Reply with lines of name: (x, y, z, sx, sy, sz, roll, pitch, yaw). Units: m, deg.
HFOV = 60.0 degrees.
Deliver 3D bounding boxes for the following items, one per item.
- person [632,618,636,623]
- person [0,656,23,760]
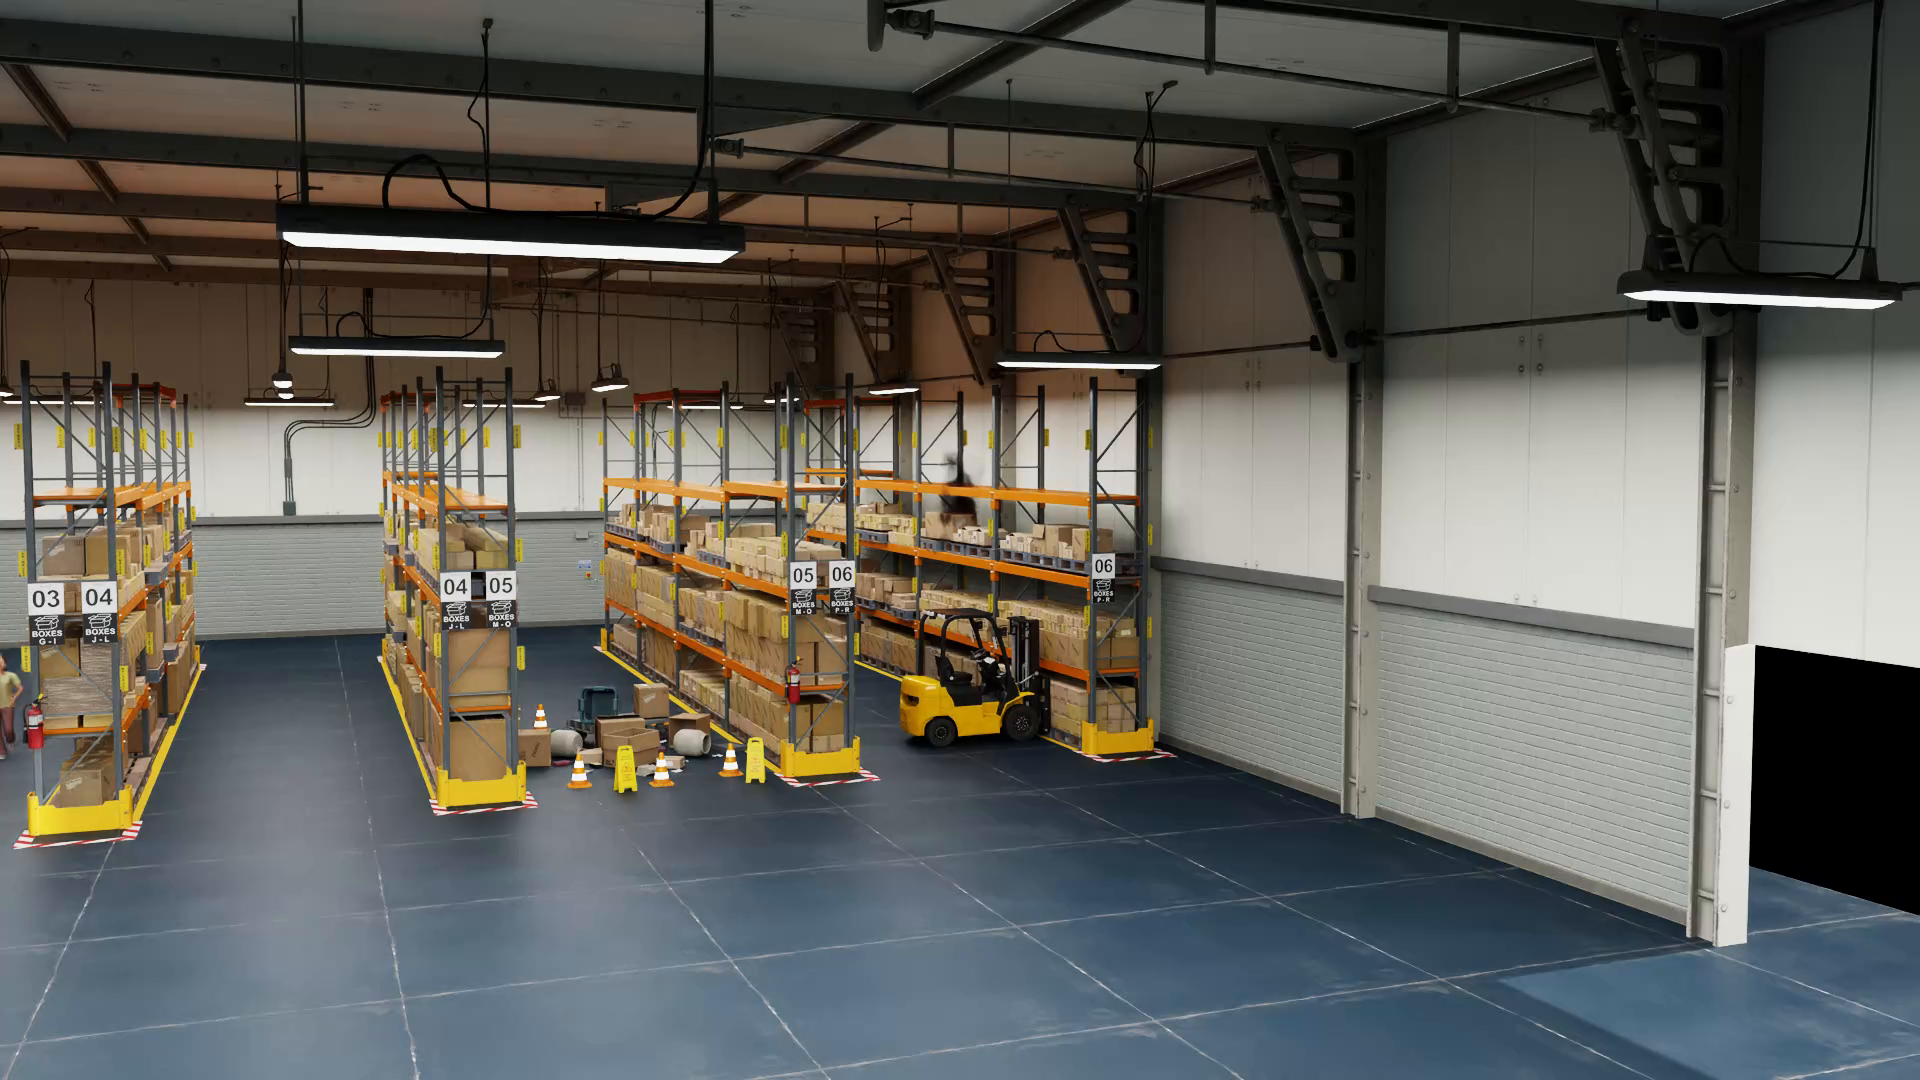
person: (-7.912, 1.654, 41.077, 1.022, 1.704, 0.763, 2, 4, 28)
person: (-15.015, 2.622, 26.044, 0.577, 1.620, 0.566, -1, 4, -21)
